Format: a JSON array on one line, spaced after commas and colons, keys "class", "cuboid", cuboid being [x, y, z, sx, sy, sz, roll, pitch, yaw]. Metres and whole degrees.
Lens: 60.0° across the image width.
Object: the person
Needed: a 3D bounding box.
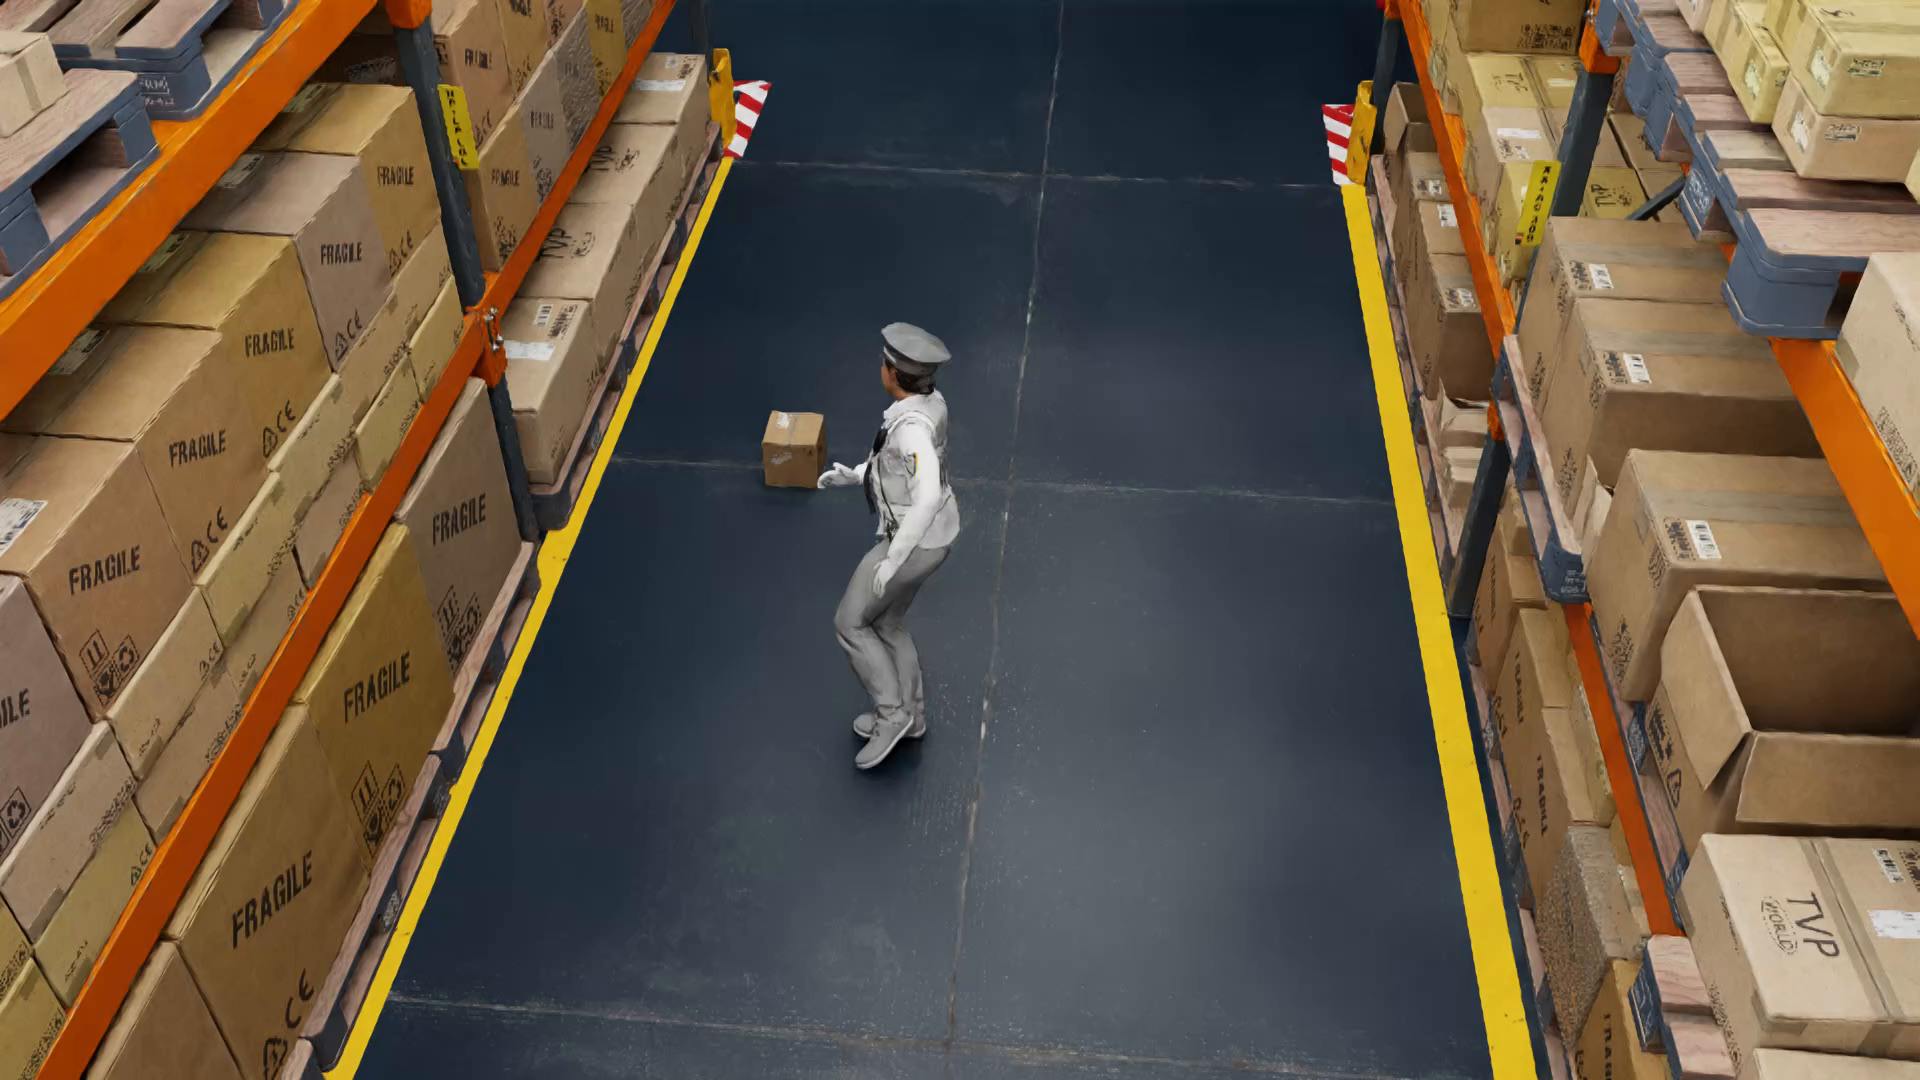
[{"class": "person", "cuboid": [-0.285, 0.032, 6.192, 0.525, 1.557, 0.859, 7, 41, 8]}]
